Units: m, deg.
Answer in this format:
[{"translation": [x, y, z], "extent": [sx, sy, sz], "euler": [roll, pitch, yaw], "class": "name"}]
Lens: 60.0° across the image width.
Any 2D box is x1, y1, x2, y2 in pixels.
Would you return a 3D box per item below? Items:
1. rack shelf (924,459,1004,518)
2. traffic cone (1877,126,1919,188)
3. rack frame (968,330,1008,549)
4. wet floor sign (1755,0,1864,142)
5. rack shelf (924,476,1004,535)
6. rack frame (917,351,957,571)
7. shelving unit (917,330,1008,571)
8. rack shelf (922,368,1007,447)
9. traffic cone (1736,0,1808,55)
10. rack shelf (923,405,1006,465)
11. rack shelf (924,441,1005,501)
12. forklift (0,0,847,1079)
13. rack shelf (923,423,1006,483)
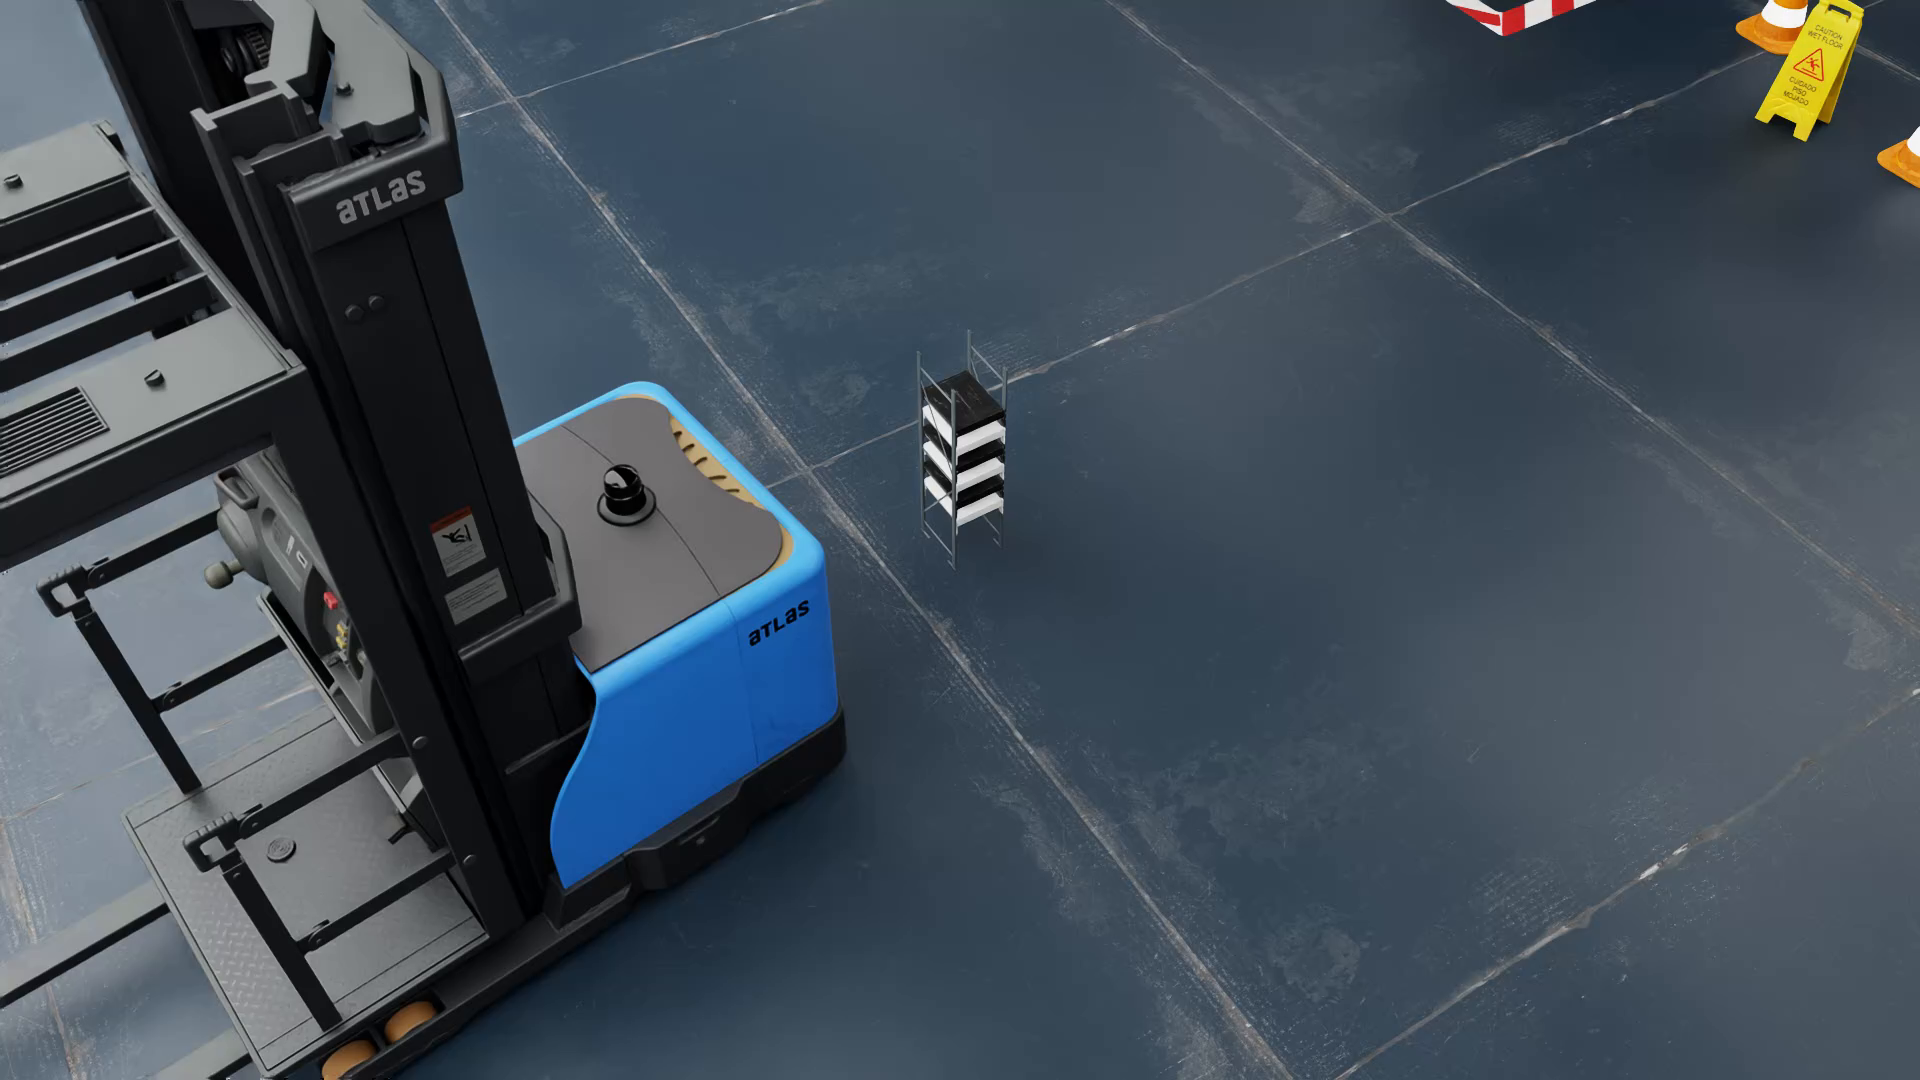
[{"translation": [0.007, -0.220, 6.009], "extent": [0.200, 0.077, 0.258], "euler": [-25, 53, -21], "class": "rack shelf"}, {"translation": [4.524, -1.914, 7.644], "extent": [0.334, 0.463, 0.336], "euler": [-25, 53, -21], "class": "traffic cone"}, {"translation": [0.093, -0.343, 5.953], "extent": [0.006, 0.900, 0.240], "euler": [-25, 53, -21], "class": "rack frame"}, {"translation": [4.034, -2.247, 7.819], "extent": [0.232, 0.644, 0.267], "euler": [-34, 57, -27], "class": "wet floor sign"}, {"translation": [0.007, -0.161, 6.076], "extent": [0.200, 0.077, 0.258], "euler": [-25, 53, -21], "class": "rack shelf"}, {"translation": [-0.079, -0.262, 5.881], "extent": [0.006, 0.900, 0.240], "euler": [-25, 53, -21], "class": "rack frame"}, {"translation": [0.007, -0.302, 5.917], "extent": [0.210, 0.900, 0.258], "euler": [-25, 53, -21], "class": "shelving unit"}, {"translation": [0.007, -0.460, 5.740], "extent": [0.200, 0.077, 0.258], "euler": [-25, 53, -21], "class": "rack shelf"}, {"translation": [4.209, -2.763, 8.400], "extent": [0.334, 0.463, 0.336], "euler": [-25, 53, -21], "class": "traffic cone"}, {"translation": [0.007, -0.400, 5.807], "extent": [0.200, 0.077, 0.258], "euler": [-25, 53, -21], "class": "rack shelf"}, {"translation": [0.007, -0.280, 5.942], "extent": [0.200, 0.077, 0.258], "euler": [-25, 53, -21], "class": "rack shelf"}, {"translation": [-1.841, 0.182, 4.126], "extent": [3.031, 2.935, 1.130], "euler": [-31, 55, -25], "class": "forklift"}, {"translation": [0.007, -0.340, 5.874], "extent": [0.200, 0.077, 0.258], "euler": [-25, 53, -21], "class": "rack shelf"}]
